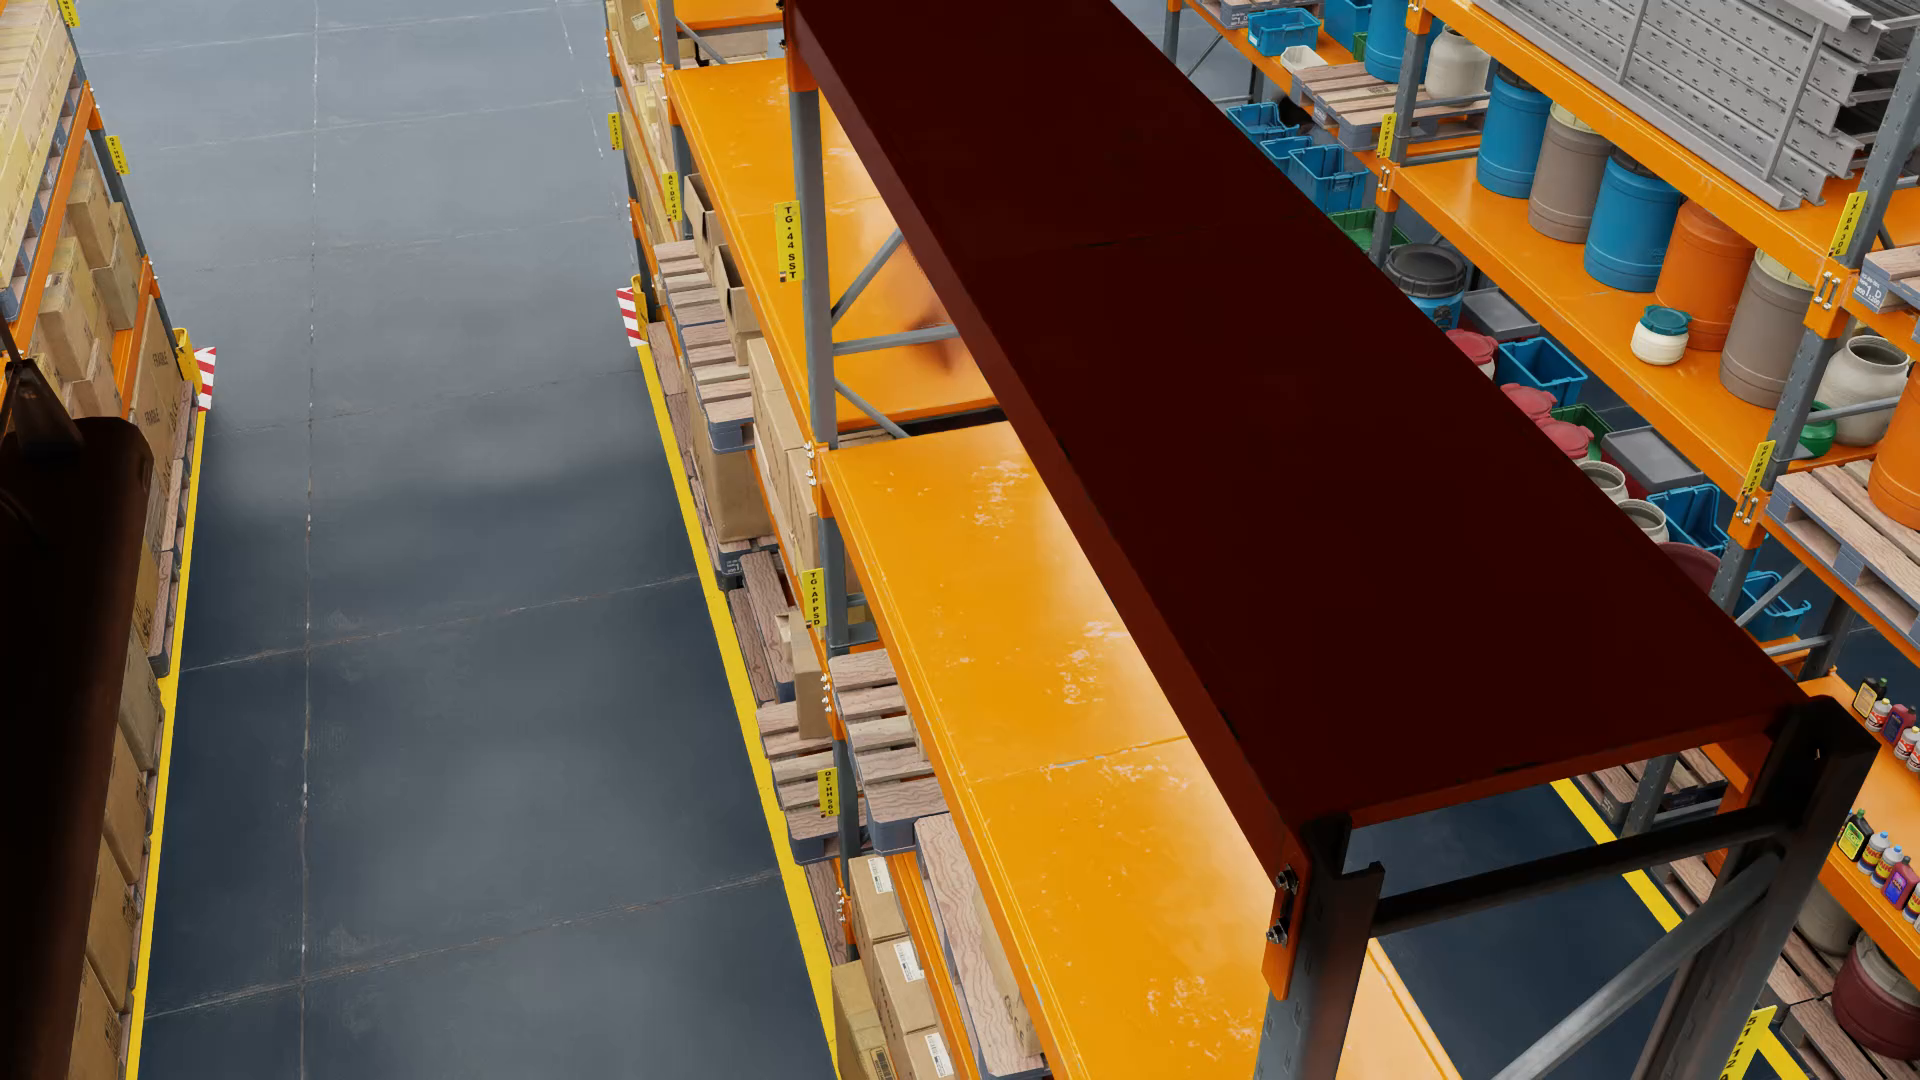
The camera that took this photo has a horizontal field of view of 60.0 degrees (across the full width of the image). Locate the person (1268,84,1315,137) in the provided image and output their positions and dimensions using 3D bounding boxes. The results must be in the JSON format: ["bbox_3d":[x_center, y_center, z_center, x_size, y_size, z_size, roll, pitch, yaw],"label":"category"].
[{"bbox_3d":[3.340,-4.208,16.756,0.661,1.726,0.957,-21,43,-25],"label":"person"}]
